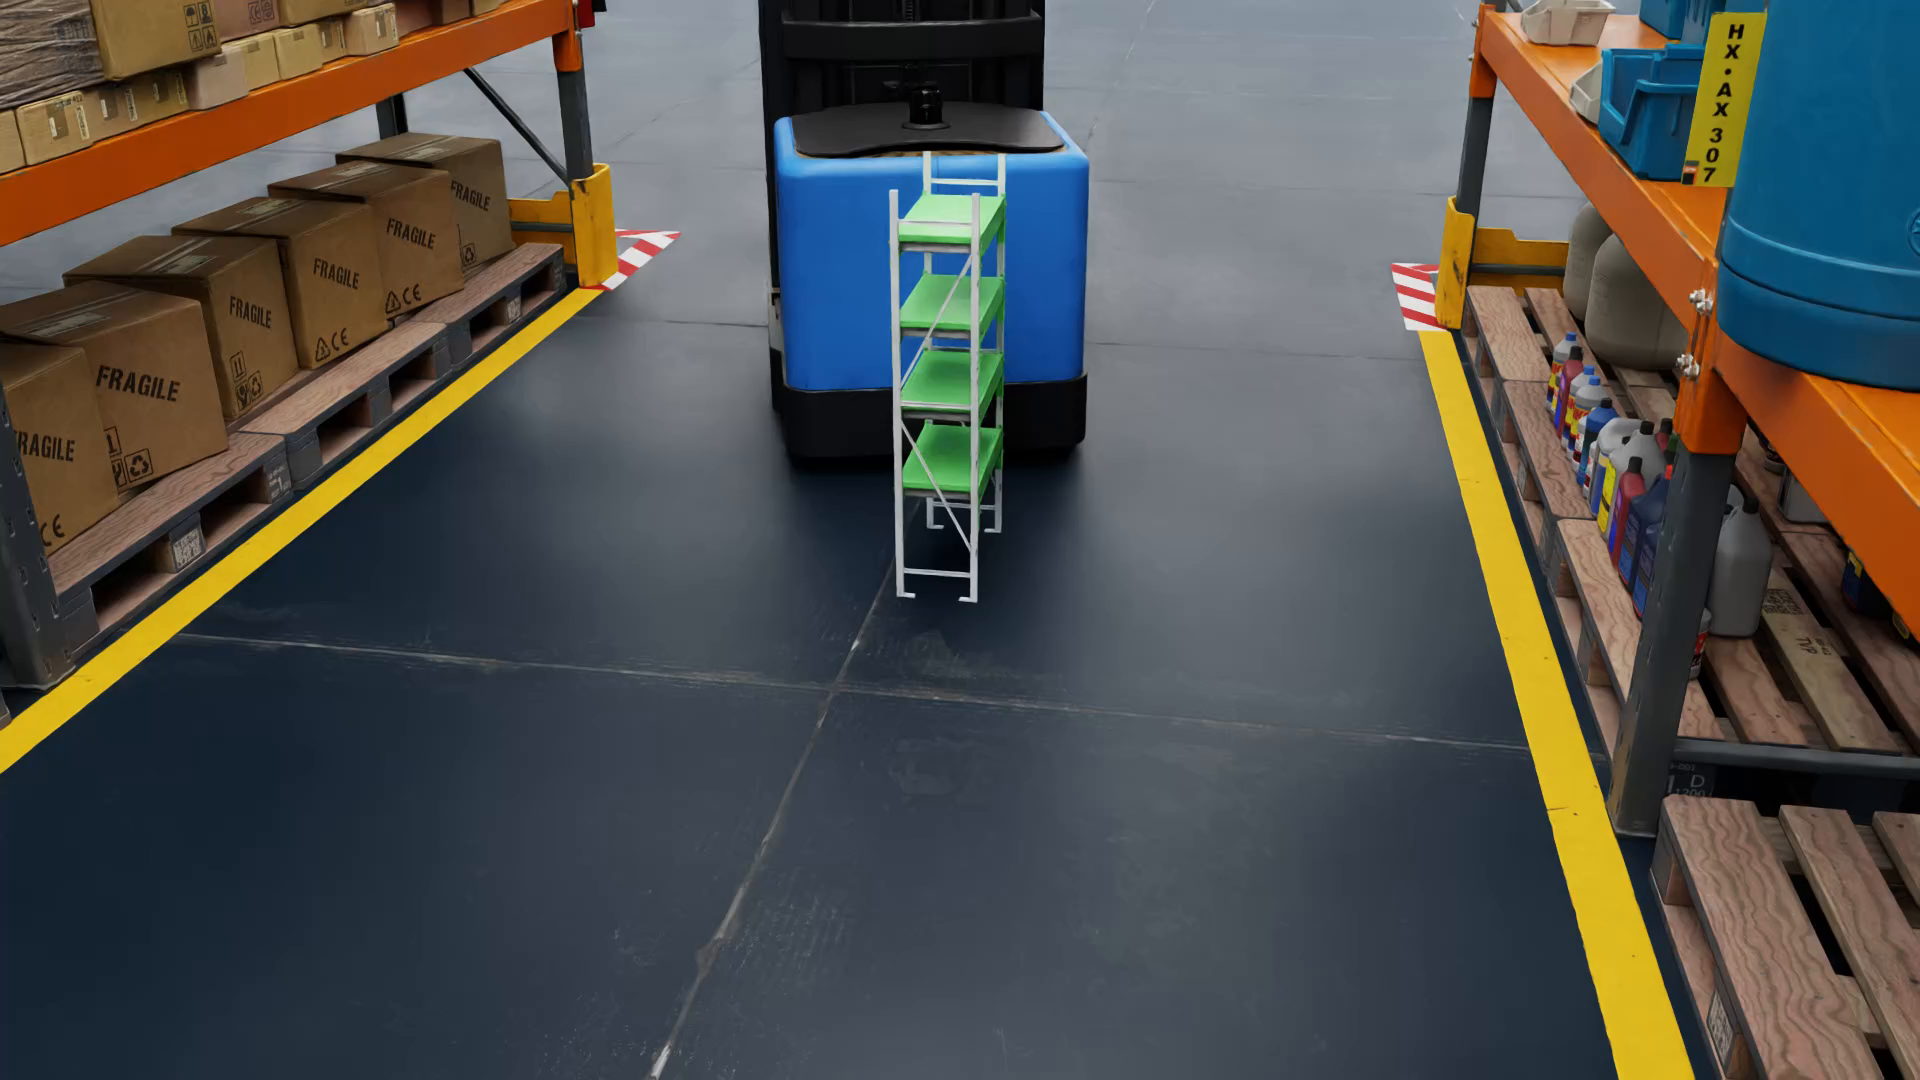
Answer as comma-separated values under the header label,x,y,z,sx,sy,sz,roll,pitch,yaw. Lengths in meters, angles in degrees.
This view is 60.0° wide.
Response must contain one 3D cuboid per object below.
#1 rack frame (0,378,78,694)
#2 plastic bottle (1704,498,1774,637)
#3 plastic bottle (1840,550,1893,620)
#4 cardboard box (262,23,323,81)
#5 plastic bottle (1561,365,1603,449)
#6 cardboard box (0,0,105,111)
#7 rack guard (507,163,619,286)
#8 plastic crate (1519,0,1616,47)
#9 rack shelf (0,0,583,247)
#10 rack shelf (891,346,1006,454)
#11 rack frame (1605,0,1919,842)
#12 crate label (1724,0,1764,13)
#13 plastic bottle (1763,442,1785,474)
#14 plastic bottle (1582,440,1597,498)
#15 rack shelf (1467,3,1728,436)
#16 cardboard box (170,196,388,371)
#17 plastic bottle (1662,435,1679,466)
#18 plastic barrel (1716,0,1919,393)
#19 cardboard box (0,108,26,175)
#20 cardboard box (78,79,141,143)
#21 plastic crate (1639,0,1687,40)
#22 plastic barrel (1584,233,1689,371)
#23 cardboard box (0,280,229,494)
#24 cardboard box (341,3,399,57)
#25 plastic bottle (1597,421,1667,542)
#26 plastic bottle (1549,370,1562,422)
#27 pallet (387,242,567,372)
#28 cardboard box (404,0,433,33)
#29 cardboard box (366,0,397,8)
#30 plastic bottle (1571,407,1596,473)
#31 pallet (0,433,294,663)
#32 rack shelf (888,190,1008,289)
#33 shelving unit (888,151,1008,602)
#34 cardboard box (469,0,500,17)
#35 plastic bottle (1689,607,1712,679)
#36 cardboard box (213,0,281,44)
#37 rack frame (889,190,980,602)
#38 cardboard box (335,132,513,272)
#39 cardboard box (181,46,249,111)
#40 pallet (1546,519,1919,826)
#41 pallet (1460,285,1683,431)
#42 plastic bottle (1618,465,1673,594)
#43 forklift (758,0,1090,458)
label,x,y,z,sx,sy,sz,roll,pitch,yaw
rack frame,-2.887,-1.013,3.875,1.000,3.000,0.127,4,25,9
plastic bottle,1.962,0.052,4.207,0.144,0.351,0.185,4,25,9
plastic bottle,2.398,0.012,4.292,0.144,0.351,0.185,4,25,9
cardboard box,-2.323,-1.596,5.418,0.380,0.149,0.250,4,25,9
plastic bottle,1.993,-0.426,5.321,0.097,0.271,0.097,0,25,0
cardboard box,-2.753,-1.377,4.184,0.875,0.500,0.500,4,25,9
rack guard,-2.246,-1.522,7.911,1.175,0.500,0.348,4,25,9
plastic crate,2.189,-1.871,6.020,0.298,0.136,0.250,4,25,9
rack shelf,-2.560,-1.523,5.815,1.077,0.370,4.000,4,25,9
rack shelf,-0.027,-0.416,4.875,0.258,0.148,0.480,4,25,9
rack frame,1.999,-0.670,3.142,1.000,3.000,0.127,4,25,9
crate label,2.619,-1.570,5.024,0.502,0.435,0.616,4,25,9
plastic bottle,2.568,-0.315,5.167,0.097,0.201,0.097,0,25,0
plastic bottle,1.927,-0.225,4.975,0.097,0.201,0.097,0,25,0
rack shelf,2.326,-1.180,5.082,1.077,0.370,4.000,4,25,9
cardboard box,-2.537,-0.971,6.239,0.500,0.500,0.500,6,26,13
plastic bottle,2.009,-0.147,4.711,0.061,0.283,0.133,4,25,9
plastic barrel,1.637,-0.756,2.736,0.600,0.901,0.708,4,25,9
cardboard box,-2.555,-0.968,4.076,0.380,0.149,0.250,4,25,9
cardboard box,-2.488,-1.178,4.525,0.380,0.149,0.250,4,25,9
plastic crate,2.866,-2.045,6.256,0.499,0.251,0.616,4,25,9
plastic barrel,2.539,-0.916,6.107,0.421,0.512,0.421,0,25,0
cardboard box,-2.696,-0.475,5.181,0.500,0.500,0.500,13,28,25
cardboard box,-2.218,-1.804,5.862,0.380,0.149,0.250,4,25,9
plastic bottle,1.904,-0.174,4.689,0.144,0.351,0.185,4,25,8
plastic bottle,2.032,-0.494,5.550,0.097,0.201,0.097,0,25,0
pallet,-2.414,-1.054,7.252,1.003,0.211,1.213,4,25,9
cardboard box,-2.246,-2.021,6.325,0.380,0.149,0.250,4,25,9
cardboard box,-2.438,-2.214,5.973,0.875,0.500,0.500,4,25,9
plastic bottle,1.961,-0.311,5.158,0.097,0.201,0.097,0,25,0
pallet,-2.812,-0.033,5.072,1.003,0.211,1.213,4,25,9
rack shelf,-0.027,-0.851,4.671,0.258,0.148,0.480,4,25,9
shelving unit,-0.027,-0.474,4.848,0.258,1.200,0.503,4,25,9
cardboard box,-2.108,-2.226,6.763,0.380,0.149,0.250,4,25,9
plastic bottle,1.751,0.225,4.012,0.097,0.201,0.097,0,25,0
cardboard box,-2.654,-1.799,5.087,0.875,0.500,0.500,4,25,9
rack frame,-0.067,-0.372,4.630,0.240,1.200,0.015,4,25,9
cardboard box,-2.352,-1.484,7.335,0.500,0.500,0.500,9,27,18
cardboard box,-2.375,-1.385,4.967,0.380,0.149,0.250,4,25,9
pallet,2.150,0.315,4.327,1.003,0.211,1.213,4,25,9
pallet,2.549,-0.705,6.507,1.003,0.211,1.213,4,25,9
plastic bottle,1.851,-0.039,4.400,0.144,0.351,0.185,3,25,6
forklift,-0.251,-2.201,6.494,1.130,2.935,3.031,-3,25,-6
